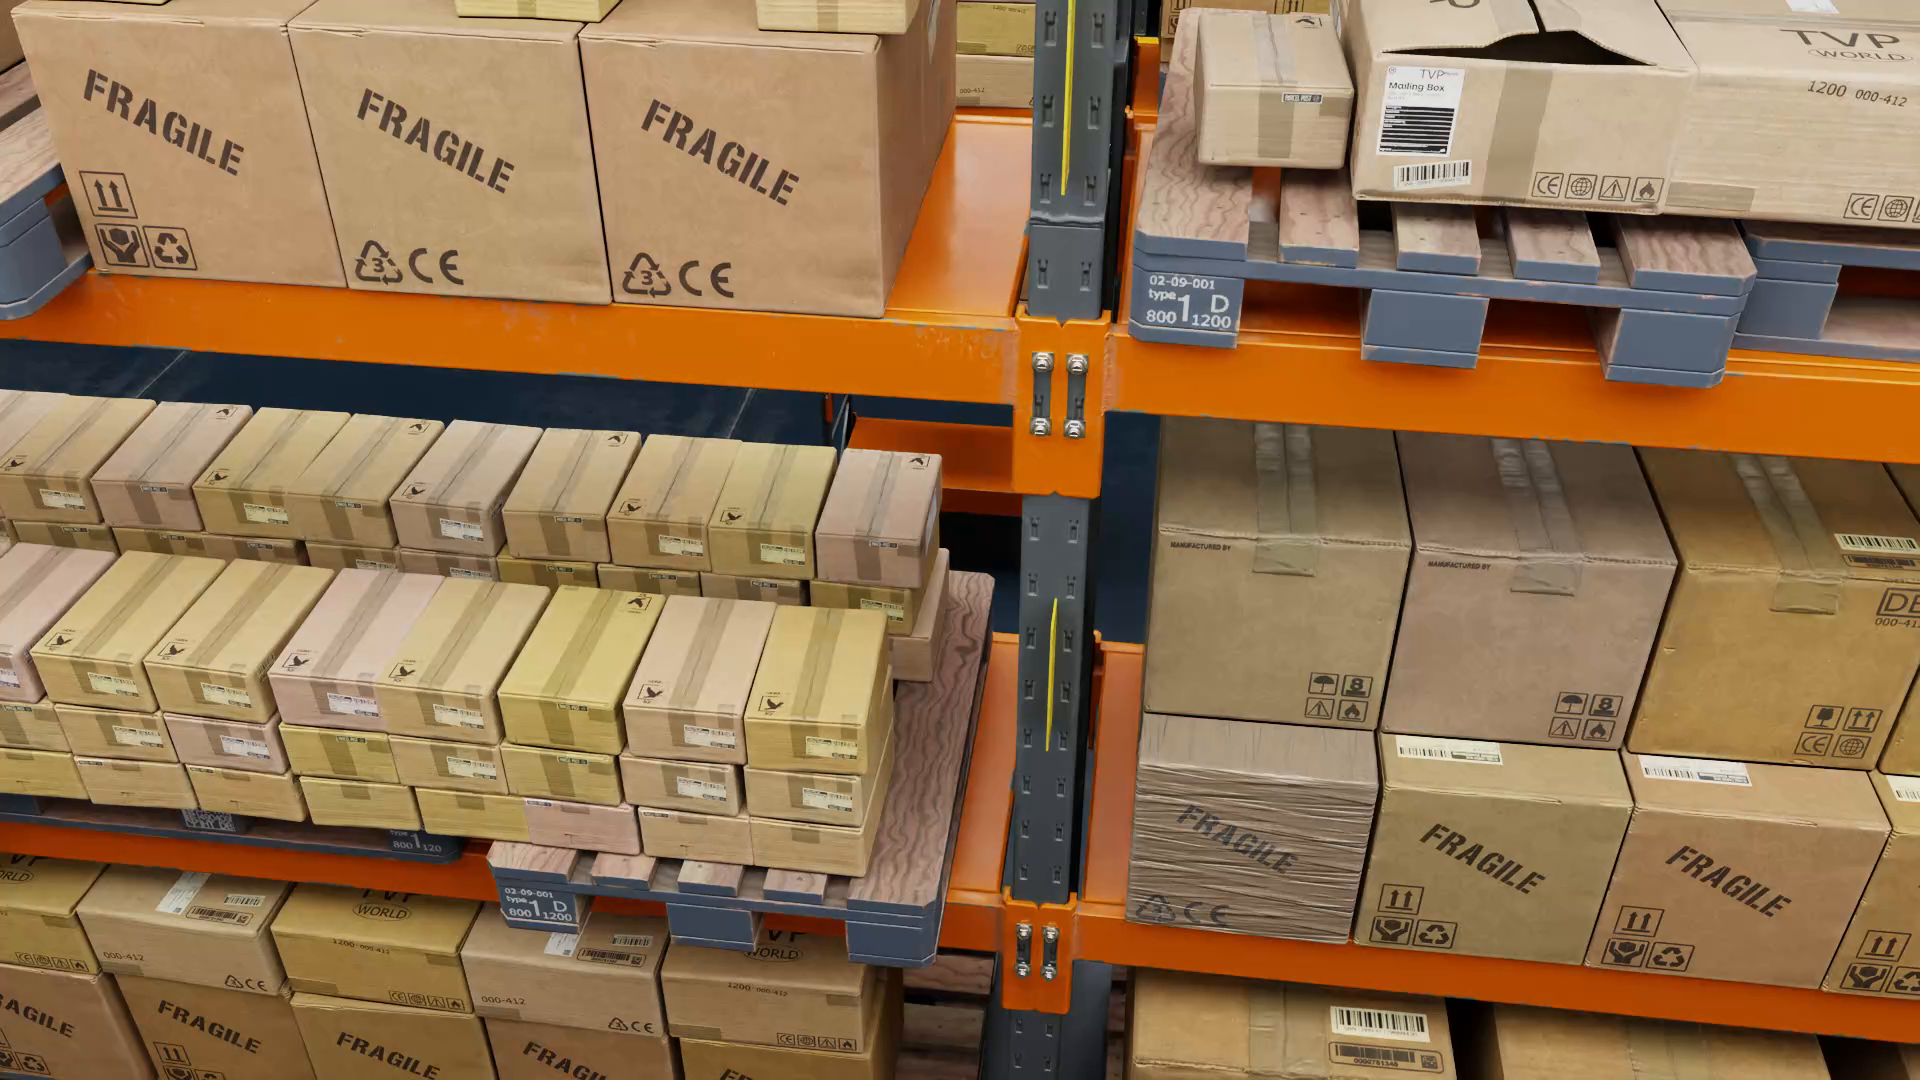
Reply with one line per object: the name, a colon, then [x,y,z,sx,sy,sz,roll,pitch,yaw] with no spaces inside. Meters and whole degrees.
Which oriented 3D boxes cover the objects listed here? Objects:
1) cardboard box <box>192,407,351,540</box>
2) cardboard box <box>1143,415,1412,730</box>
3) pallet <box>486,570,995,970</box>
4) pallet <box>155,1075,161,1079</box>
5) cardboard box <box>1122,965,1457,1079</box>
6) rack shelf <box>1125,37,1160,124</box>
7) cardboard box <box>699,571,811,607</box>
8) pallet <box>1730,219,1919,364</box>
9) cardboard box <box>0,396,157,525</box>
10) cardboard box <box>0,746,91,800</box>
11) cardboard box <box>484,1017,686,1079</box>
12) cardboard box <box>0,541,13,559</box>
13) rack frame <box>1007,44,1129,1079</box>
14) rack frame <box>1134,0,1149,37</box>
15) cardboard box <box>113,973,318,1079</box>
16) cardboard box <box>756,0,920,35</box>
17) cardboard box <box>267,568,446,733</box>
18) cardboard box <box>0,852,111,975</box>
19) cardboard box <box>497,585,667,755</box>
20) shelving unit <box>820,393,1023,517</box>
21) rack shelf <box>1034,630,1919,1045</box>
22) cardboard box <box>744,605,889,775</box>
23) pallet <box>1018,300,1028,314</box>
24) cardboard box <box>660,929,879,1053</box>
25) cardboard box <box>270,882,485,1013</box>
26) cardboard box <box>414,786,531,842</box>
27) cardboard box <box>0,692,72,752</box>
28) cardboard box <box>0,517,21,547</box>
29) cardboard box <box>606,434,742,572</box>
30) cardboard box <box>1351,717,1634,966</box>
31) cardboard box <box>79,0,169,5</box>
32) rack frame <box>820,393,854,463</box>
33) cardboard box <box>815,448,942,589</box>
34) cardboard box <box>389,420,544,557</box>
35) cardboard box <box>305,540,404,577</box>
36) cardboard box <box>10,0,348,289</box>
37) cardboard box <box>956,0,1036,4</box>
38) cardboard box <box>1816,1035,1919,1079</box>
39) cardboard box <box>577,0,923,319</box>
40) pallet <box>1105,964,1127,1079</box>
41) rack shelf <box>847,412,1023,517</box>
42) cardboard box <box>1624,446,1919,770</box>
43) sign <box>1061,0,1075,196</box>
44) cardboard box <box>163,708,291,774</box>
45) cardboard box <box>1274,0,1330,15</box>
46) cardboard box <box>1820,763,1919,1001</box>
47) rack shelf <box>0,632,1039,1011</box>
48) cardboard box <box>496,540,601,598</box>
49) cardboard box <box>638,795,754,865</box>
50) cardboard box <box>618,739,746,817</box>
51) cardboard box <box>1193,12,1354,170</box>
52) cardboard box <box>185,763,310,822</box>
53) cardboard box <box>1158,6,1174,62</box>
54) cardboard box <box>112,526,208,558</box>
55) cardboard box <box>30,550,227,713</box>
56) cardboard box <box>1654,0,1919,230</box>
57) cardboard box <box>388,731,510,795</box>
cardboard box: [-1.740,-0.174,4.255,0.250,0.149,0.380,4,36,5]
cardboard box: [0.689,-0.010,3.735,0.500,0.500,0.700,4,36,6]
pallet: [-0.476,0.486,4.152,1.003,0.211,1.213,4,36,6]
pallet: [-1.737,1.384,5.129,1.213,0.211,1.003,4,36,6]
cardboard box: [0.837,1.241,4.504,0.750,0.750,1.050,4,36,5]
rack shelf: [2.758,-2.020,8.117,4.000,0.370,1.077,4,36,6]
cardboard box: [-0.479,0.039,4.212,0.250,0.149,0.380,6,36,8]
pallet: [1.999,-0.647,3.155,1.213,0.211,1.003,6,36,8]
cardboard box: [-2.273,-0.211,4.307,0.250,0.149,0.380,3,36,4]
cardboard box: [-2.095,0.422,3.931,0.250,0.149,0.380,4,36,5]
cardboard box: [-0.956,1.307,4.627,0.500,0.500,0.500,6,36,8]
cardboard box: [-2.358,0.163,3.783,0.250,0.149,0.380,4,36,6]
rack frame: [0.245,0.399,4.109,0.127,3.000,1.000,4,36,6]
rack frame: [1.403,-5.321,12.123,0.127,3.000,1.000,4,36,6]
cardboard box: [-1.977,1.226,4.740,0.500,0.500,0.500,5,36,7]
cardboard box: [-0.190,-1.054,2.818,0.258,0.266,0.396,4,36,6]
cardboard box: [-1.312,0.238,3.677,0.250,0.149,0.380,4,36,6]
cardboard box: [-2.495,0.889,4.566,0.500,0.250,0.500,5,36,7]
cardboard box: [-0.809,0.277,3.622,0.250,0.149,0.380,5,36,7]
shelving unit: [-0.007,-0.458,6.924,1.048,1.125,0.538,4,36,6]
rack shelf: [2.228,0.840,4.110,4.000,0.370,1.077,4,36,6]
cardboard box: [-0.300,0.316,3.567,0.250,0.149,0.380,3,36,4]
pallet: [0.002,-1.427,9.068,1.213,0.211,1.003,4,36,6]
cardboard box: [-0.467,1.041,4.354,0.500,0.250,0.500,3,36,5]
cardboard box: [-1.472,0.963,4.463,0.500,0.250,0.500,5,36,7]
cardboard box: [-1.051,0.500,3.822,0.250,0.149,0.380,4,36,5]
cardboard box: [-2.089,0.302,3.844,0.250,0.149,0.380,4,36,5]
cardboard box: [-2.524,-0.114,4.427,0.250,0.149,0.380,3,36,4]
cardboard box: [-0.699,-0.097,4.146,0.250,0.149,0.380,4,36,6]
cardboard box: [1.160,0.583,3.765,0.500,0.500,0.500,4,36,6]
cardboard box: [-1.468,-1.138,2.935,0.258,0.266,0.396,4,36,6]
rack frame: [-0.511,-0.496,6.977,0.032,1.125,0.500,4,36,6]
cardboard box: [-0.194,-0.058,4.092,0.250,0.149,0.380,4,36,6]
cardboard box: [-1.230,-0.135,4.200,0.250,0.149,0.380,6,36,8]
cardboard box: [-1.487,-0.036,4.318,0.250,0.149,0.380,4,36,6]
cardboard box: [-1.347,-0.827,3.159,0.500,0.500,0.500,4,36,6]
cardboard box: [0.229,-2.796,7.638,0.500,0.500,0.500,3,36,5]
cardboard box: [2.628,1.372,4.320,0.750,0.750,1.050,4,36,6]
cardboard box: [-0.354,-0.758,3.062,0.500,0.500,0.500,4,36,6]
pallet: [1.017,1.636,4.776,1.213,0.211,1.003,4,36,6]
rack shelf: [-0.007,-0.259,7.066,1.000,0.278,0.538,4,36,6]
cardboard box: [1.699,0.064,3.632,0.500,0.500,0.700,4,36,5]
sign: [0.173,-0.720,2.649,0.005,0.325,0.100,4,36,6]
cardboard box: [-1.583,0.341,3.789,0.250,0.149,0.380,5,36,7]
cardboard box: [1.709,-2.592,7.596,0.500,0.500,0.500,6,36,8]
cardboard box: [2.154,0.659,3.659,0.500,0.500,0.500,4,36,5]
rack shelf: [-1.739,0.544,4.525,4.000,0.370,1.077,4,36,6]
cardboard box: [-0.994,0.003,4.263,0.250,0.149,0.380,4,36,6]
cardboard box: [-0.549,0.539,3.767,0.250,0.149,0.380,4,36,6]
cardboard box: [-0.568,0.416,3.683,0.250,0.149,0.380,6,36,8]
cardboard box: [0.555,-0.814,2.995,0.250,0.149,0.380,3,36,4]
cardboard box: [-1.575,0.461,3.877,0.250,0.149,0.380,5,36,7]
cardboard box: [1.073,-2.398,7.883,0.250,0.149,0.380,2,36,3]
cardboard box: [-1.995,-0.075,4.372,0.250,0.149,0.380,4,36,6]
cardboard box: [-1.840,0.200,3.731,0.250,0.149,0.380,5,36,7]
cardboard box: [1.431,-0.755,2.825,0.500,0.250,0.500,5,36,7]
cardboard box: [-1.078,0.380,3.735,0.250,0.149,0.380,4,36,6]
